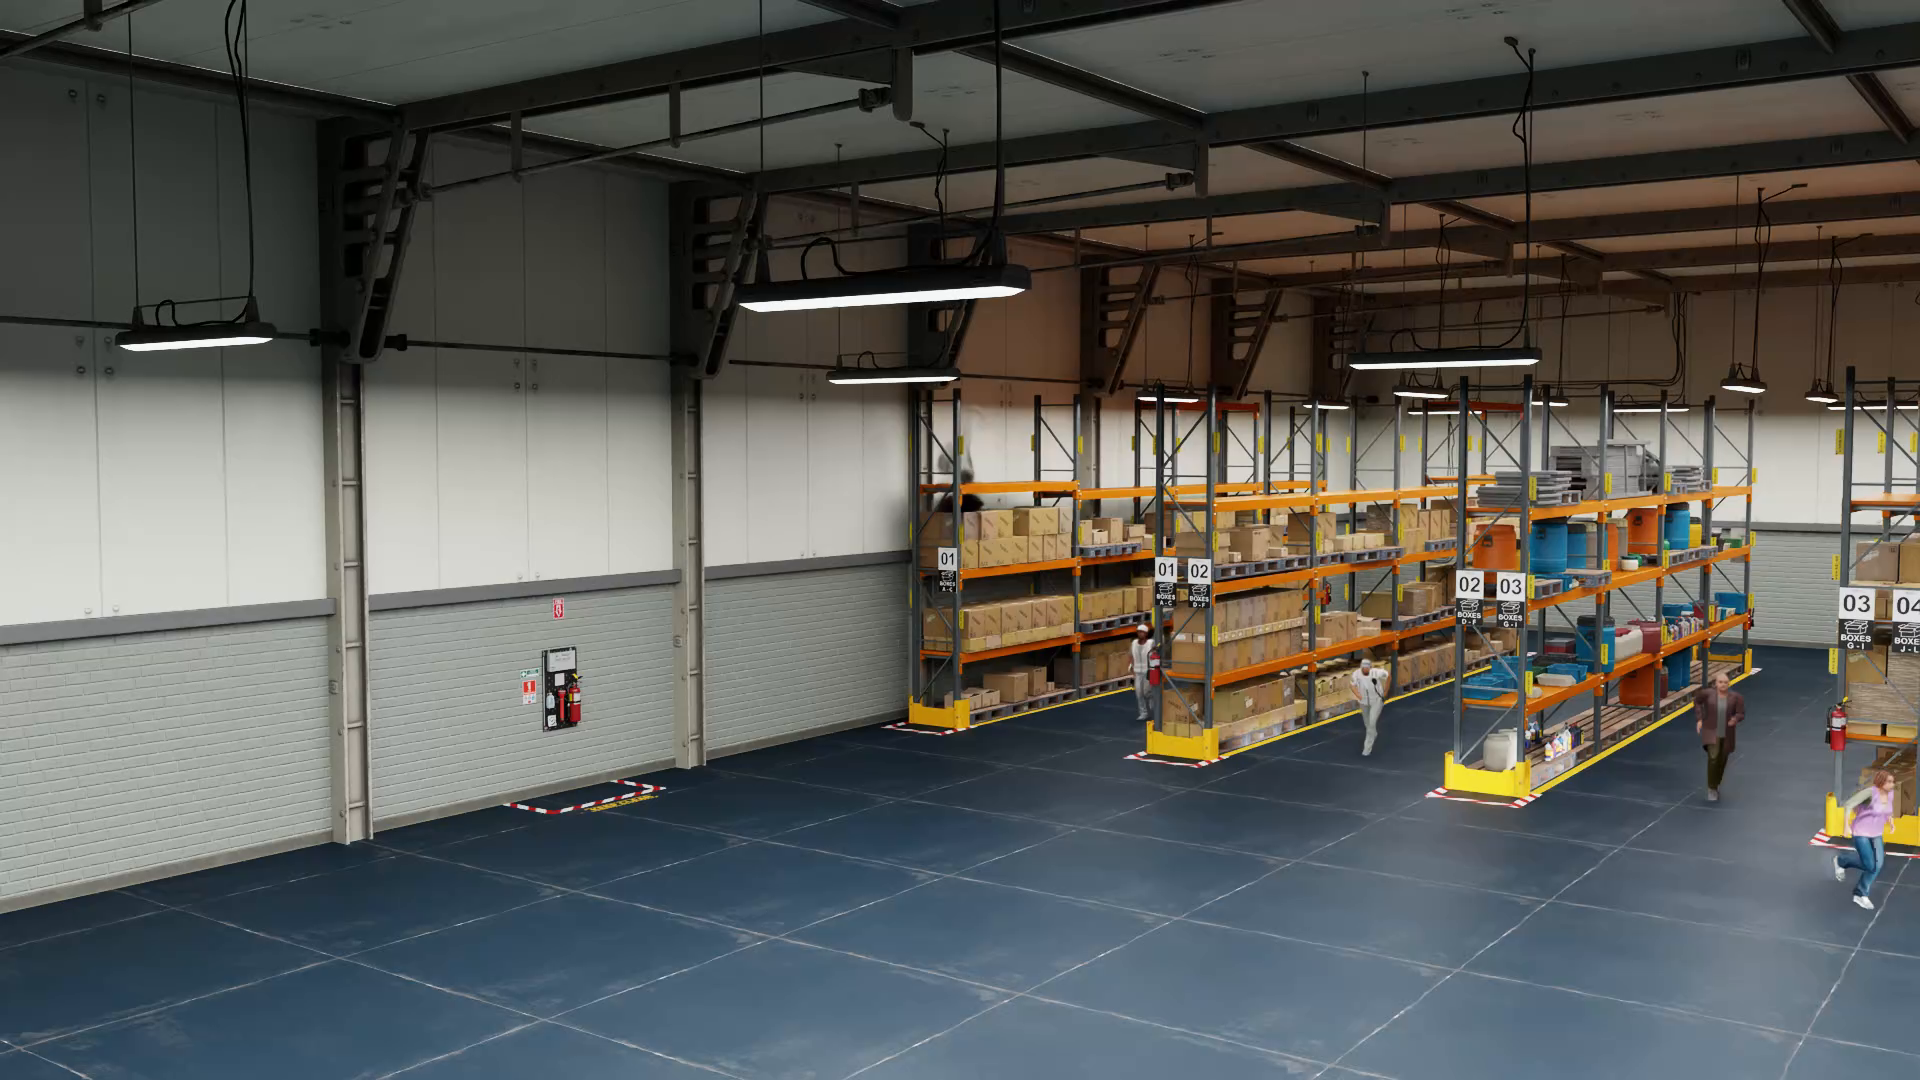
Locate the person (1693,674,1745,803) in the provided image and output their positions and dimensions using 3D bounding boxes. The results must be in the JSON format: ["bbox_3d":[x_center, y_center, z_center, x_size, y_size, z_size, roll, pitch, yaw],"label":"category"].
[{"bbox_3d":[10.773,2.787,23.596,0.618,1.821,0.966,1,3,11],"label":"person"}]

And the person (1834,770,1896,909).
[{"bbox_3d":[9.865,3.278,18.143,0.532,1.432,0.710,-1,3,-21],"label":"person"}]

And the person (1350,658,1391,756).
[{"bbox_3d":[6.706,2.695,27.129,0.648,1.627,1.035,1,4,24],"label":"person"}]

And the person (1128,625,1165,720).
[{"bbox_3d":[3.371,2.410,30.318,0.680,1.747,0.677,2,4,30],"label":"person"}]
